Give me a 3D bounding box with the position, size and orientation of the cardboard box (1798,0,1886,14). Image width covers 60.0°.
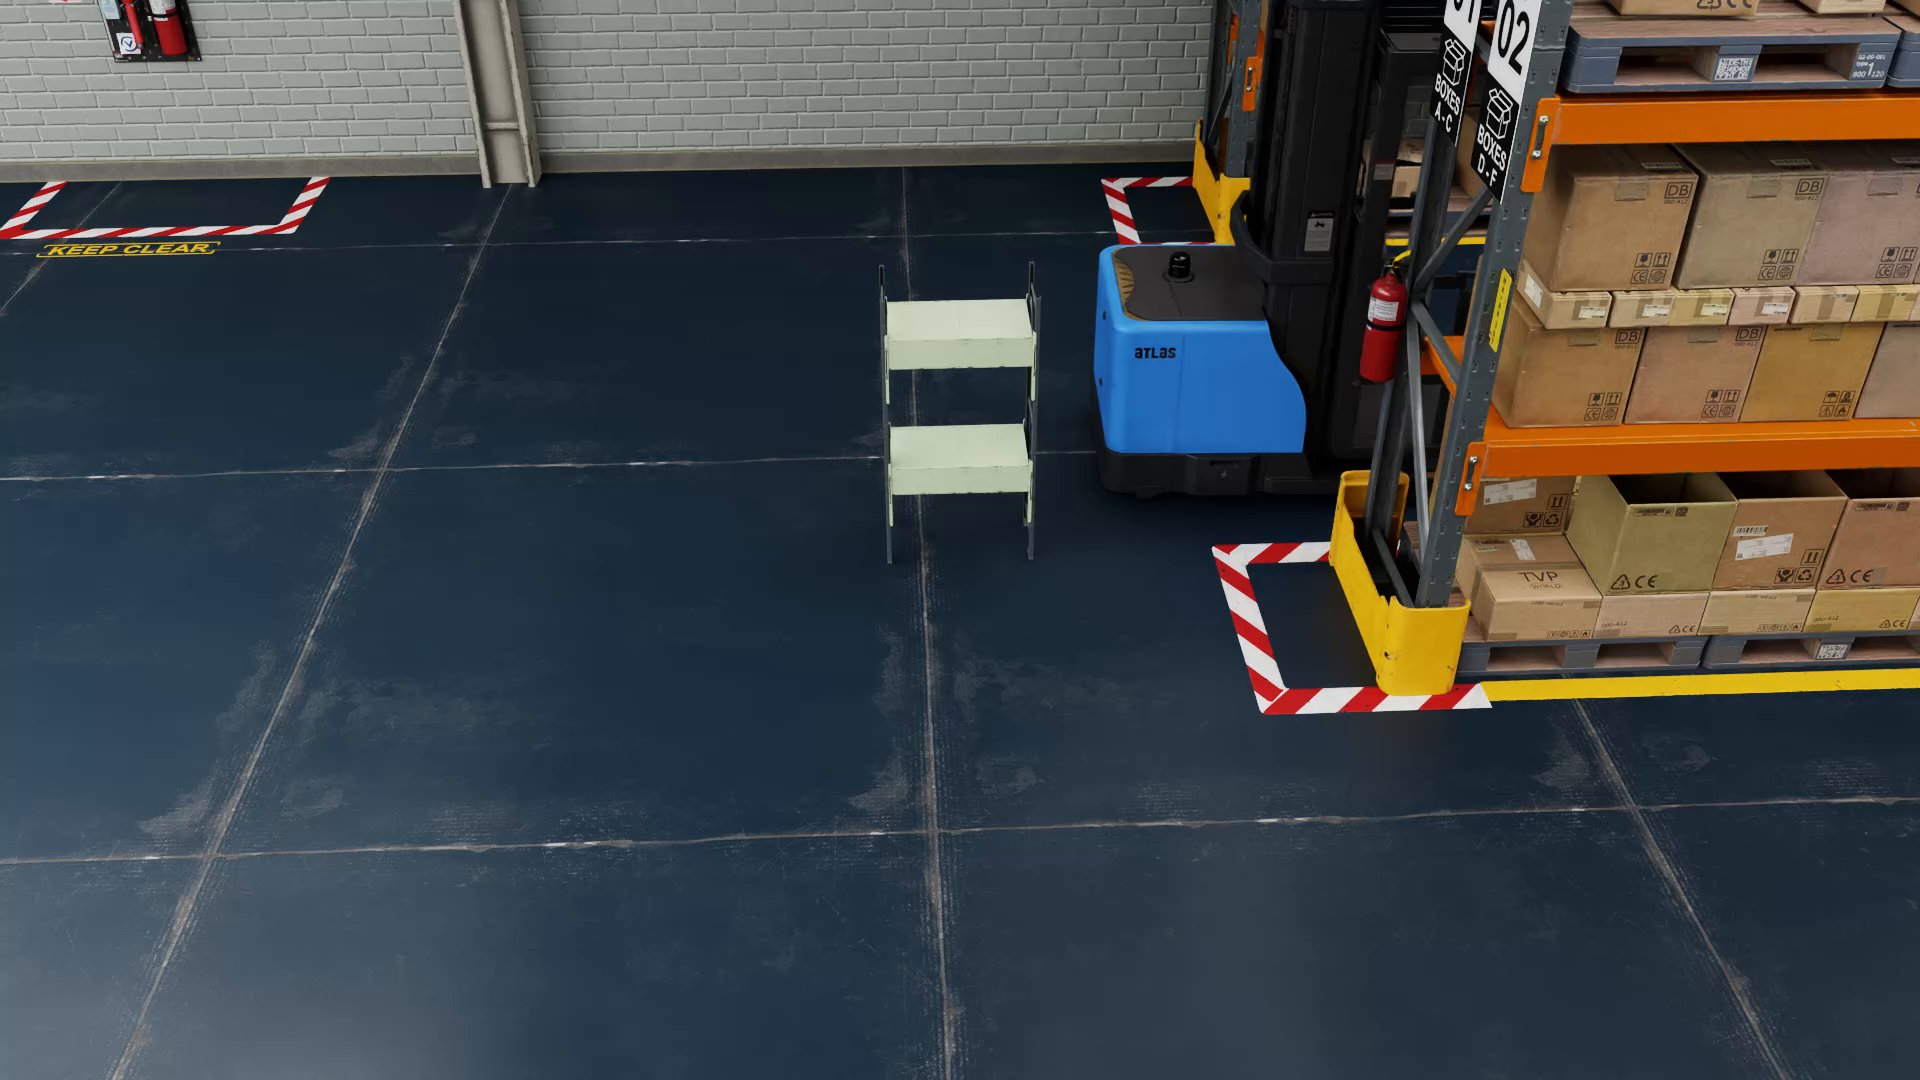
[{"bbox_3d":[3.319,-2.135,6.329,0.250,0.149,0.380,-2,35,-2],"label":"cardboard box"}]

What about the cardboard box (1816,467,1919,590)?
[{"bbox_3d":[4.180,-0.121,7.713,0.500,0.500,0.500,-2,35,-2],"label":"cardboard box"}]

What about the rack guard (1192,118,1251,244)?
[{"bbox_3d":[1.973,-2.633,12.152,0.348,0.500,1.175,-2,35,-2],"label":"rack guard"}]

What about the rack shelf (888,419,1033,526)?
[{"bbox_3d":[-0.007,-0.348,8.545,0.720,0.370,0.431,-2,35,-2],"label":"rack shelf"}]

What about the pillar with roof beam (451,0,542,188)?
[{"bbox_3d":[-3.234,-4.028,6.699,0.400,9.000,9.100,-2,35,-2],"label":"pillar with roof beam"}]

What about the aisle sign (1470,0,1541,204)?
[{"bbox_3d":[2.084,-1.736,6.375,0.004,0.787,0.394,-2,35,-2],"label":"aisle sign"}]

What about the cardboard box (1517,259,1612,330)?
[{"bbox_3d":[2.538,-1.039,6.994,0.250,0.149,0.380,-2,35,-3],"label":"cardboard box"}]

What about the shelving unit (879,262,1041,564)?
[{"bbox_3d":[-0.007,-0.617,8.359,0.755,1.500,0.431,-2,35,-2],"label":"shelving unit"}]

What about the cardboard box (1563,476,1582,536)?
[{"bbox_3d":[3.156,-0.088,8.325,0.500,0.250,0.500,-2,35,-2],"label":"cardboard box"}]

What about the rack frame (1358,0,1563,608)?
[{"bbox_3d":[2.135,-0.843,7.369,0.127,3.000,1.000,-2,35,-2],"label":"rack frame"}]

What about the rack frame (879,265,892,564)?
[{"bbox_3d":[-0.372,-0.607,8.345,0.023,1.500,0.400,-2,35,-2],"label":"rack frame"}]

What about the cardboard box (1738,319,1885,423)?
[{"bbox_3d":[3.623,-0.917,7.387,0.500,0.500,0.700,-1,35,-2],"label":"cardboard box"}]

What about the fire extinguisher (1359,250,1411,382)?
[{"bbox_3d":[1.995,-1.072,7.768,0.183,0.674,0.296,-2,35,-2],"label":"fire extinguisher"}]

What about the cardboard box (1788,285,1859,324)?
[{"bbox_3d":[3.569,-1.068,7.036,0.250,0.149,0.380,-3,35,-4],"label":"cardboard box"}]

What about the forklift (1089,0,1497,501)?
[{"bbox_3d":[2.284,-1.713,8.685,3.031,2.935,1.130,0,35,-1],"label":"forklift"}]

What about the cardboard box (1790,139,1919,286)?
[{"bbox_3d":[3.684,-1.456,7.026,0.500,0.500,0.700,-1,35,-2],"label":"cardboard box"}]

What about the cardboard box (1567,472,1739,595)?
[{"bbox_3d":[3.181,-0.096,7.678,0.500,0.500,0.500,-2,35,-2],"label":"cardboard box"}]

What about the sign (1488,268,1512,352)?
[{"bbox_3d":[2.156,-0.916,6.644,0.005,0.325,0.100,-2,35,-2],"label":"sign"}]

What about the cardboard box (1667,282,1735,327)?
[{"bbox_3d":[3.050,-1.054,7.015,0.250,0.149,0.380,-1,35,-2],"label":"cardboard box"}]

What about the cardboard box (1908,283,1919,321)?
[{"bbox_3d":[4.073,-1.080,7.054,0.250,0.149,0.380,-1,35,-2],"label":"cardboard box"}]

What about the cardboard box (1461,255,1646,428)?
[{"bbox_3d":[2.602,-0.890,7.348,0.500,0.500,0.700,-2,35,-2],"label":"cardboard box"}]

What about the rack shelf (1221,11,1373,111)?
[{"bbox_3d":[3.895,-3.417,11.720,4.000,0.370,1.077,-2,35,-2],"label":"rack shelf"}]

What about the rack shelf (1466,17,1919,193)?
[{"bbox_3d":[4.133,-1.835,6.798,4.000,0.370,1.077,-2,35,-2],"label":"rack shelf"}]

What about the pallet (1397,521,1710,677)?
[{"bbox_3d":[2.897,0.259,8.227,1.213,0.211,1.003,-2,35,-2],"label":"pallet"}]

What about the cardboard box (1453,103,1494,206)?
[{"bbox_3d":[3.897,-2.786,11.986,0.500,0.500,0.700,-4,35,-5],"label":"cardboard box"}]

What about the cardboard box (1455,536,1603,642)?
[{"bbox_3d":[2.682,0.227,7.870,0.500,0.250,0.500,-2,35,-2],"label":"cardboard box"}]

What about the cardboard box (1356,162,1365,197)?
[{"bbox_3d":[2.593,-2.702,12.031,0.500,0.311,0.500,-5,35,-8],"label":"cardboard box"}]

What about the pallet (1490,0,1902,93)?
[{"bbox_3d":[2.843,-2.045,6.547,1.213,0.211,1.003,-2,35,-2],"label":"pallet"}]

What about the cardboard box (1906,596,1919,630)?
[{"bbox_3d":[4.679,0.173,7.947,0.500,0.250,0.500,-2,35,-2],"label":"cardboard box"}]

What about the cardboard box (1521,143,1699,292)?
[{"bbox_3d":[2.655,-1.425,6.981,0.500,0.500,0.700,-1,35,-2],"label":"cardboard box"}]

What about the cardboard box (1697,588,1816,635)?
[{"bbox_3d":[3.680,0.198,7.912,0.500,0.250,0.500,-2,35,-2],"label":"cardboard box"}]

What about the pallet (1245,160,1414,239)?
[{"bbox_3d":[2.786,-2.516,12.237,1.213,0.211,1.003,-2,35,-2],"label":"pallet"}]
